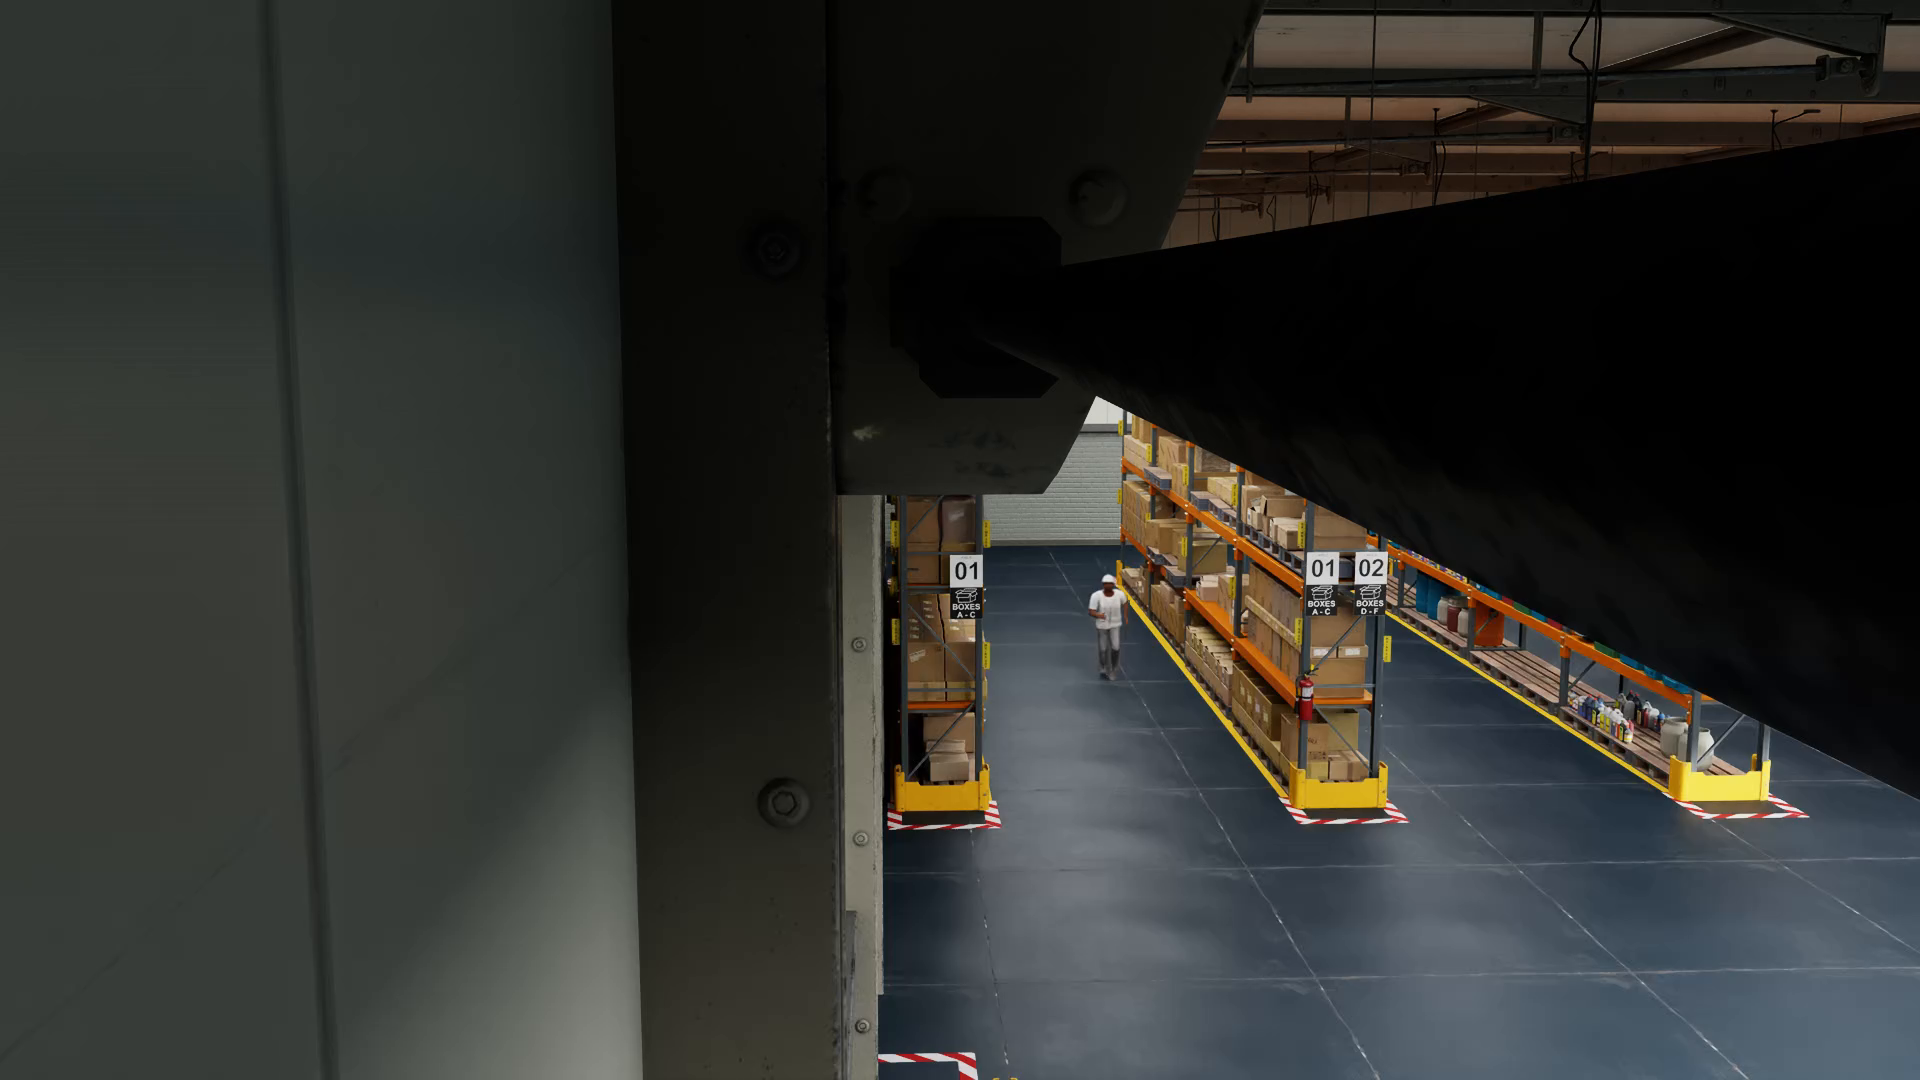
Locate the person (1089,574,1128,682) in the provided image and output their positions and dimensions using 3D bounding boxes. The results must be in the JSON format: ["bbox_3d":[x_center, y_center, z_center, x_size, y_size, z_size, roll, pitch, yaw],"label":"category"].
[{"bbox_3d":[2.446,1.445,27.328,0.672,1.786,0.805,0,8,0],"label":"person"}]
